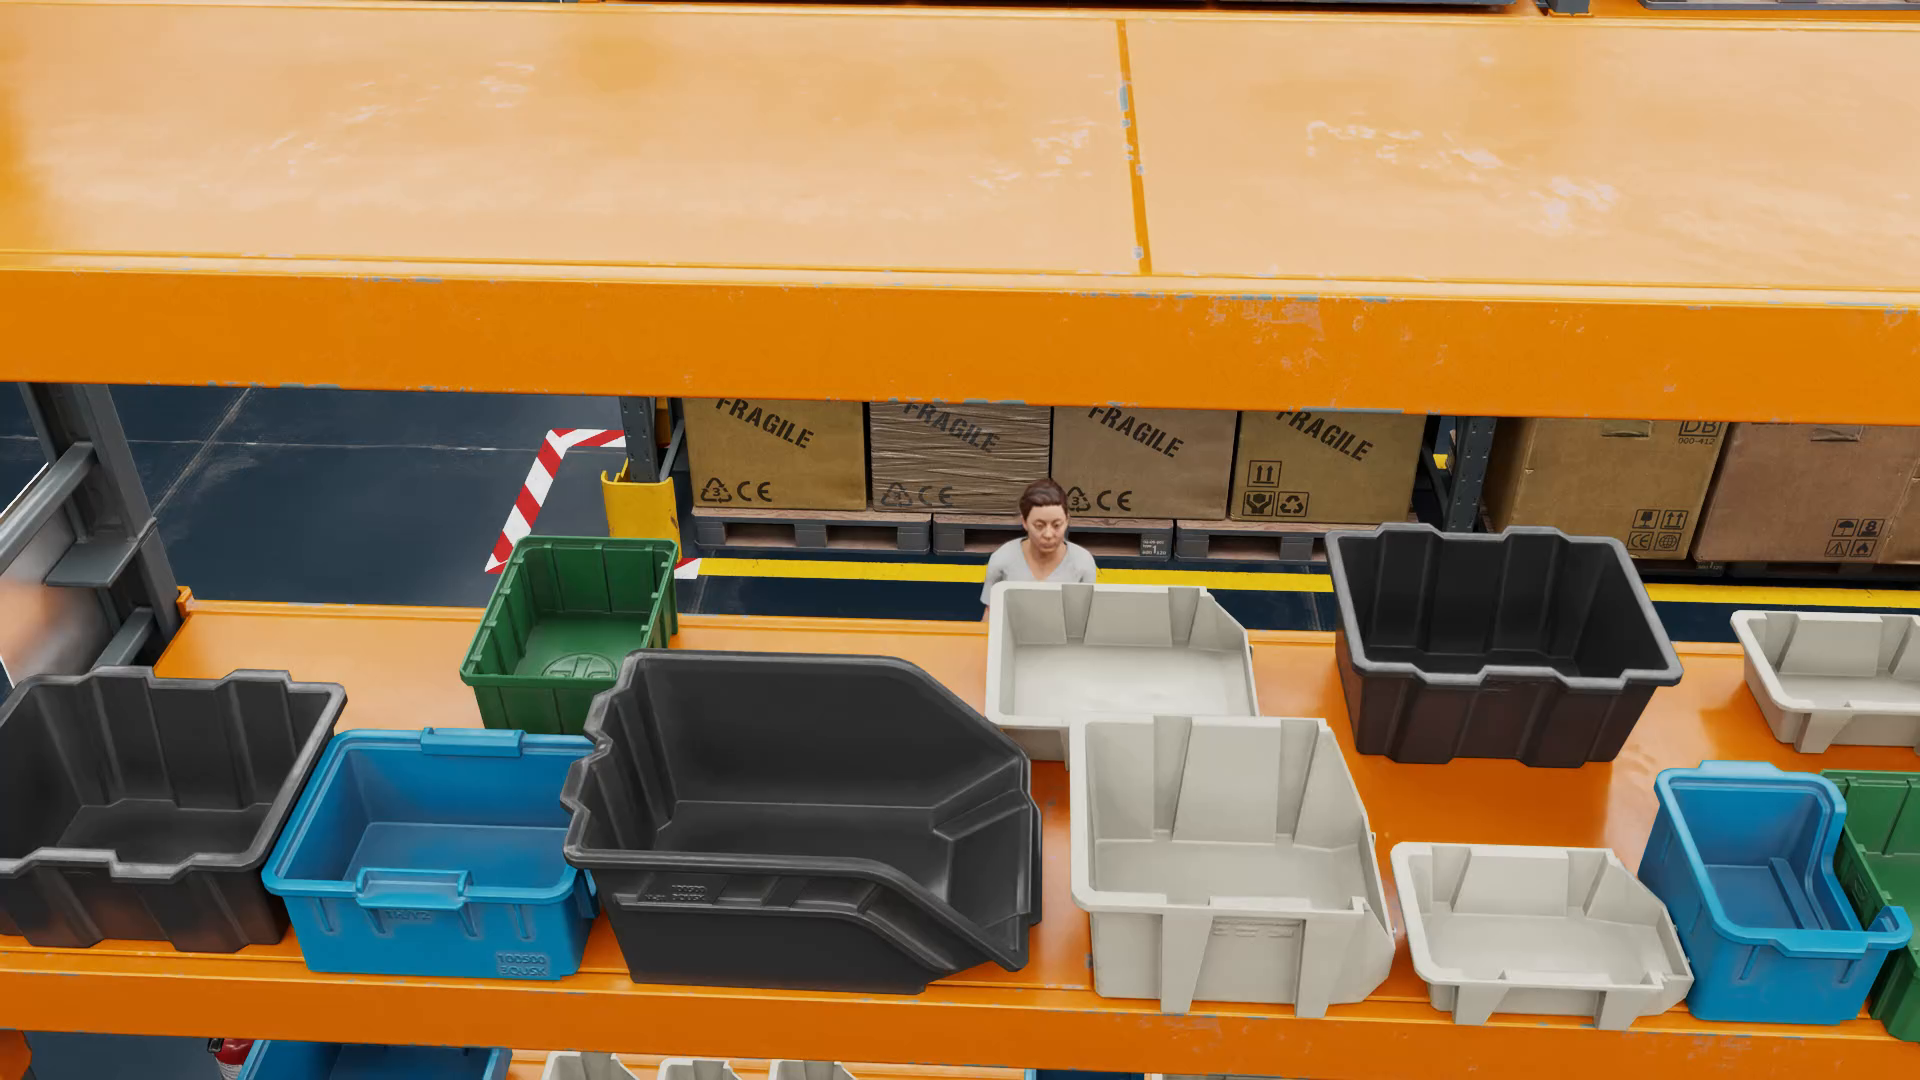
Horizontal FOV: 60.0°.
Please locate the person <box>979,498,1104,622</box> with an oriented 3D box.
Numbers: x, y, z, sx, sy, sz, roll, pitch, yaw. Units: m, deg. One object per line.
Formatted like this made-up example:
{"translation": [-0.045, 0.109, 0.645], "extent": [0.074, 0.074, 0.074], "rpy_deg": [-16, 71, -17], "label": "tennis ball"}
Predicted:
{"translation": [0.303, 0.590, 6.402], "extent": [0.513, 1.551, 0.408], "rpy_deg": [0, 36, 0], "label": "person"}
